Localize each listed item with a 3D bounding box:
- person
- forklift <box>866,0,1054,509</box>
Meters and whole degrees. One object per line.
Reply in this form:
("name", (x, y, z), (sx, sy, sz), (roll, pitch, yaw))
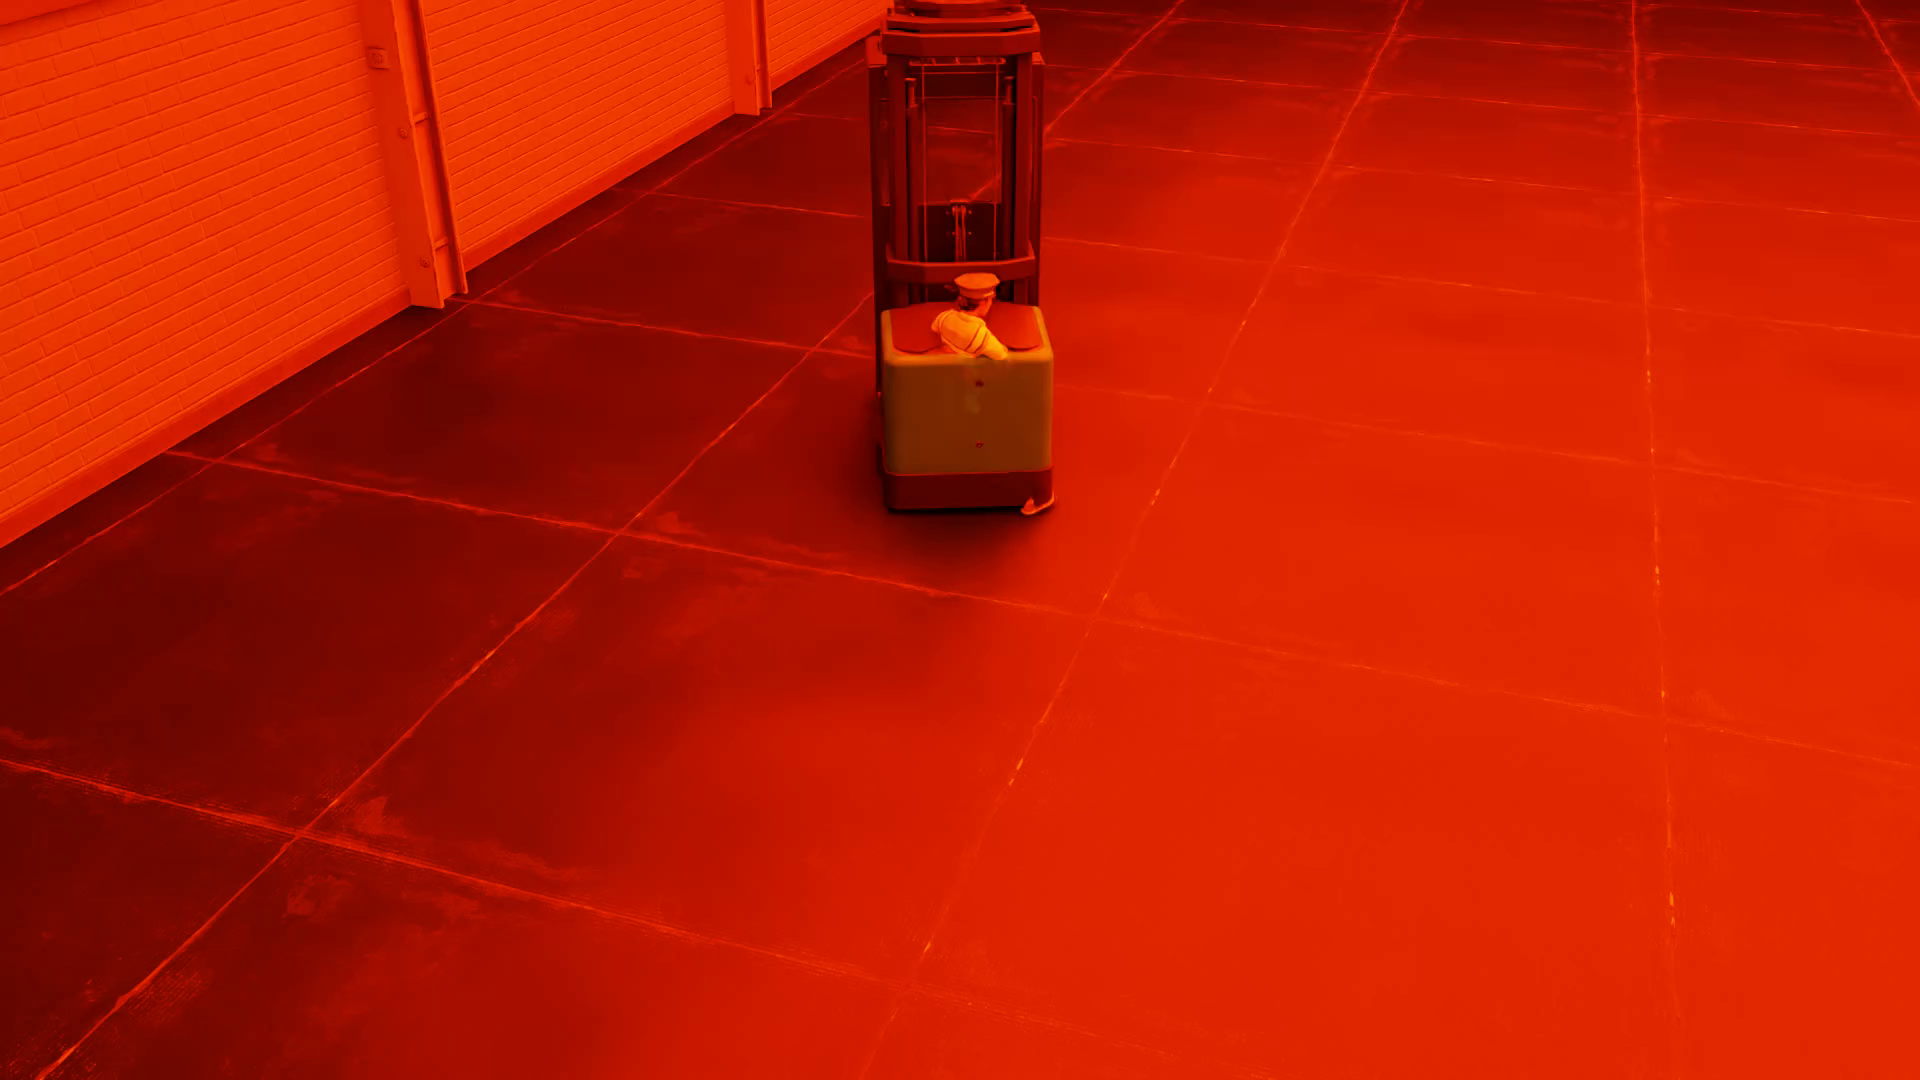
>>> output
("person", (0.181, -0.962, 10.249), (0.645, 1.508, 0.830), (-23, 37, -35))
("forklift", (-0.040, -2.161, 10.928), (1.130, 2.935, 3.031), (-2, 30, -3))
